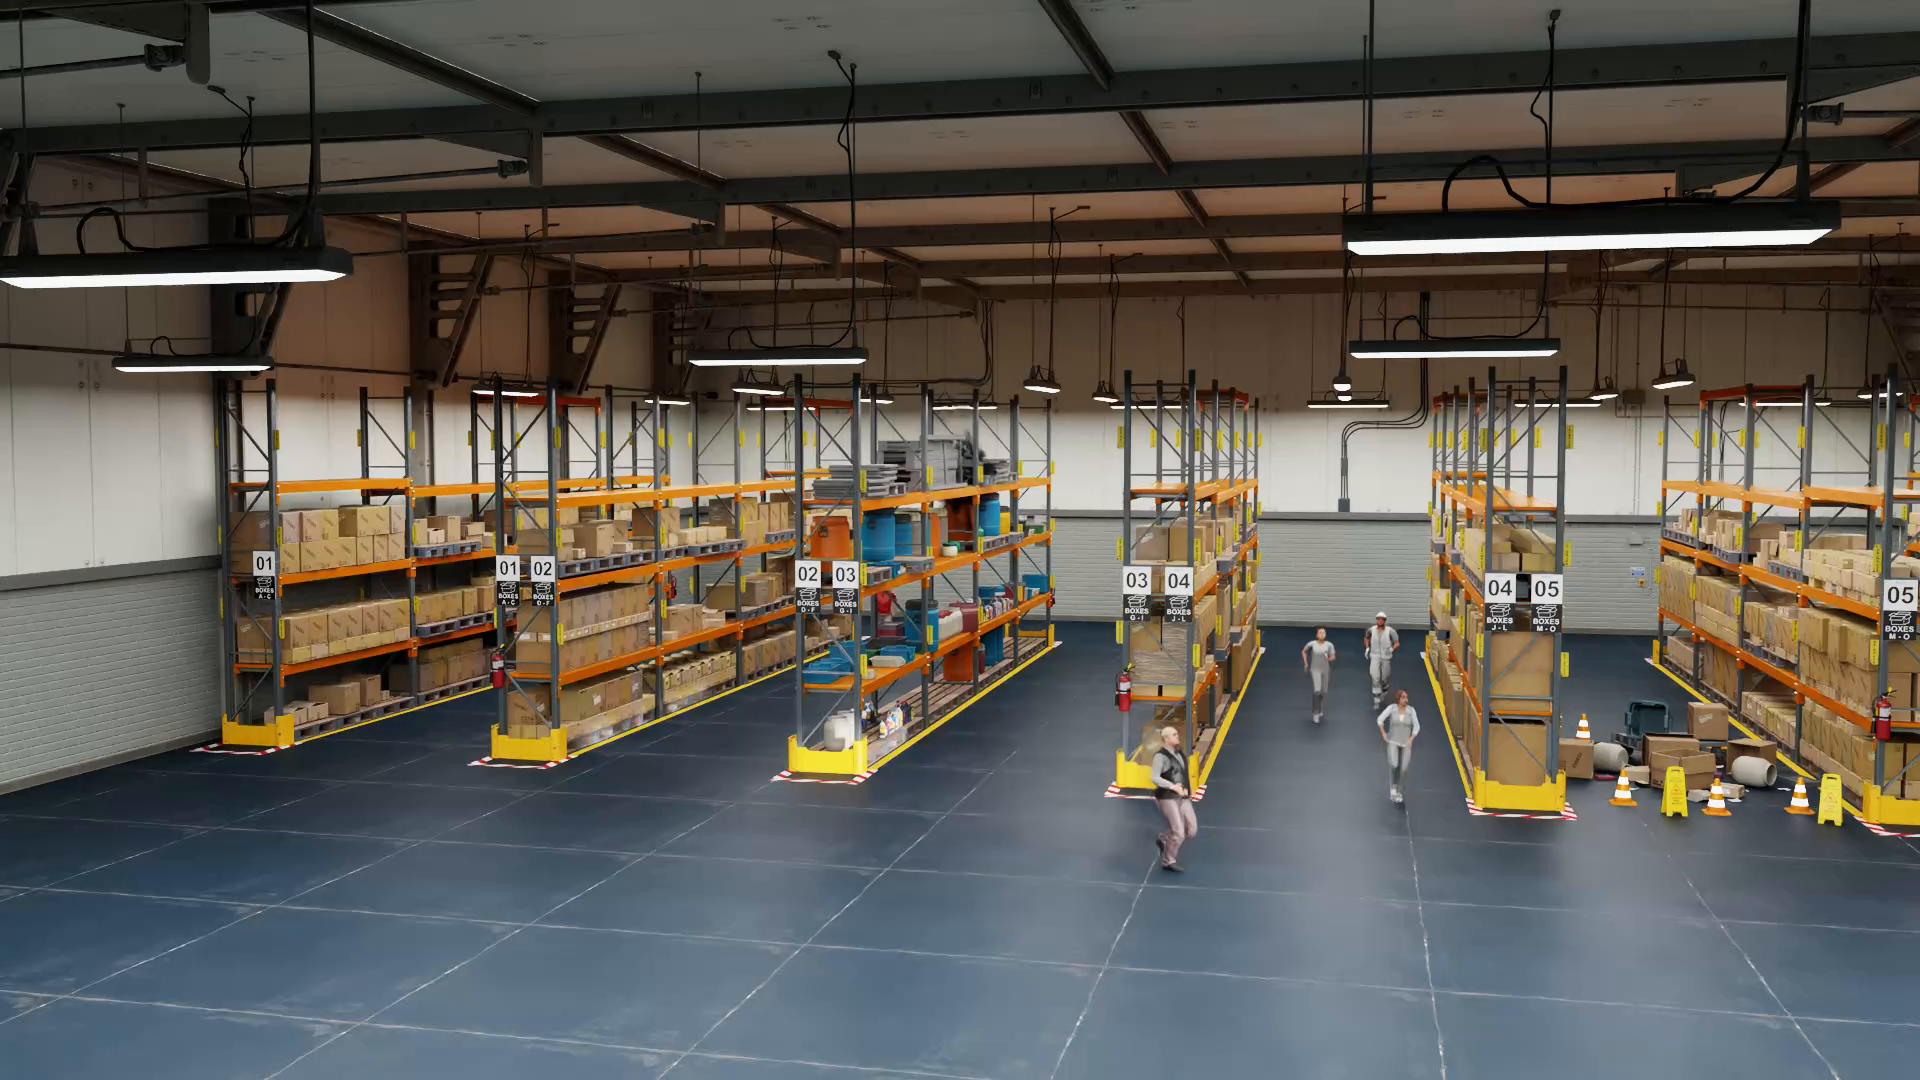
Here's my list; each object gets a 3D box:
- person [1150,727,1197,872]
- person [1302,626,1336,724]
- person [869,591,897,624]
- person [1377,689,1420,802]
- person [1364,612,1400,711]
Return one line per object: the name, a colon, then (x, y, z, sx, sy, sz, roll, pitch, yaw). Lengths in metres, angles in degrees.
person: (2.484, 3.005, 19.297, 0.601, 1.671, 0.655, 3, 5, 41)
person: (6.402, 2.393, 29.607, 0.533, 1.716, 0.733, 0, 3, -2)
person: (-1.797, 1.823, 38.735, 0.632, 1.719, 0.950, 0, 3, 3)
person: (6.059, 2.839, 22.937, 0.554, 1.557, 0.577, 0, 3, 7)
person: (7.892, 2.239, 31.131, 0.658, 1.797, 0.936, 1, 4, 17)
